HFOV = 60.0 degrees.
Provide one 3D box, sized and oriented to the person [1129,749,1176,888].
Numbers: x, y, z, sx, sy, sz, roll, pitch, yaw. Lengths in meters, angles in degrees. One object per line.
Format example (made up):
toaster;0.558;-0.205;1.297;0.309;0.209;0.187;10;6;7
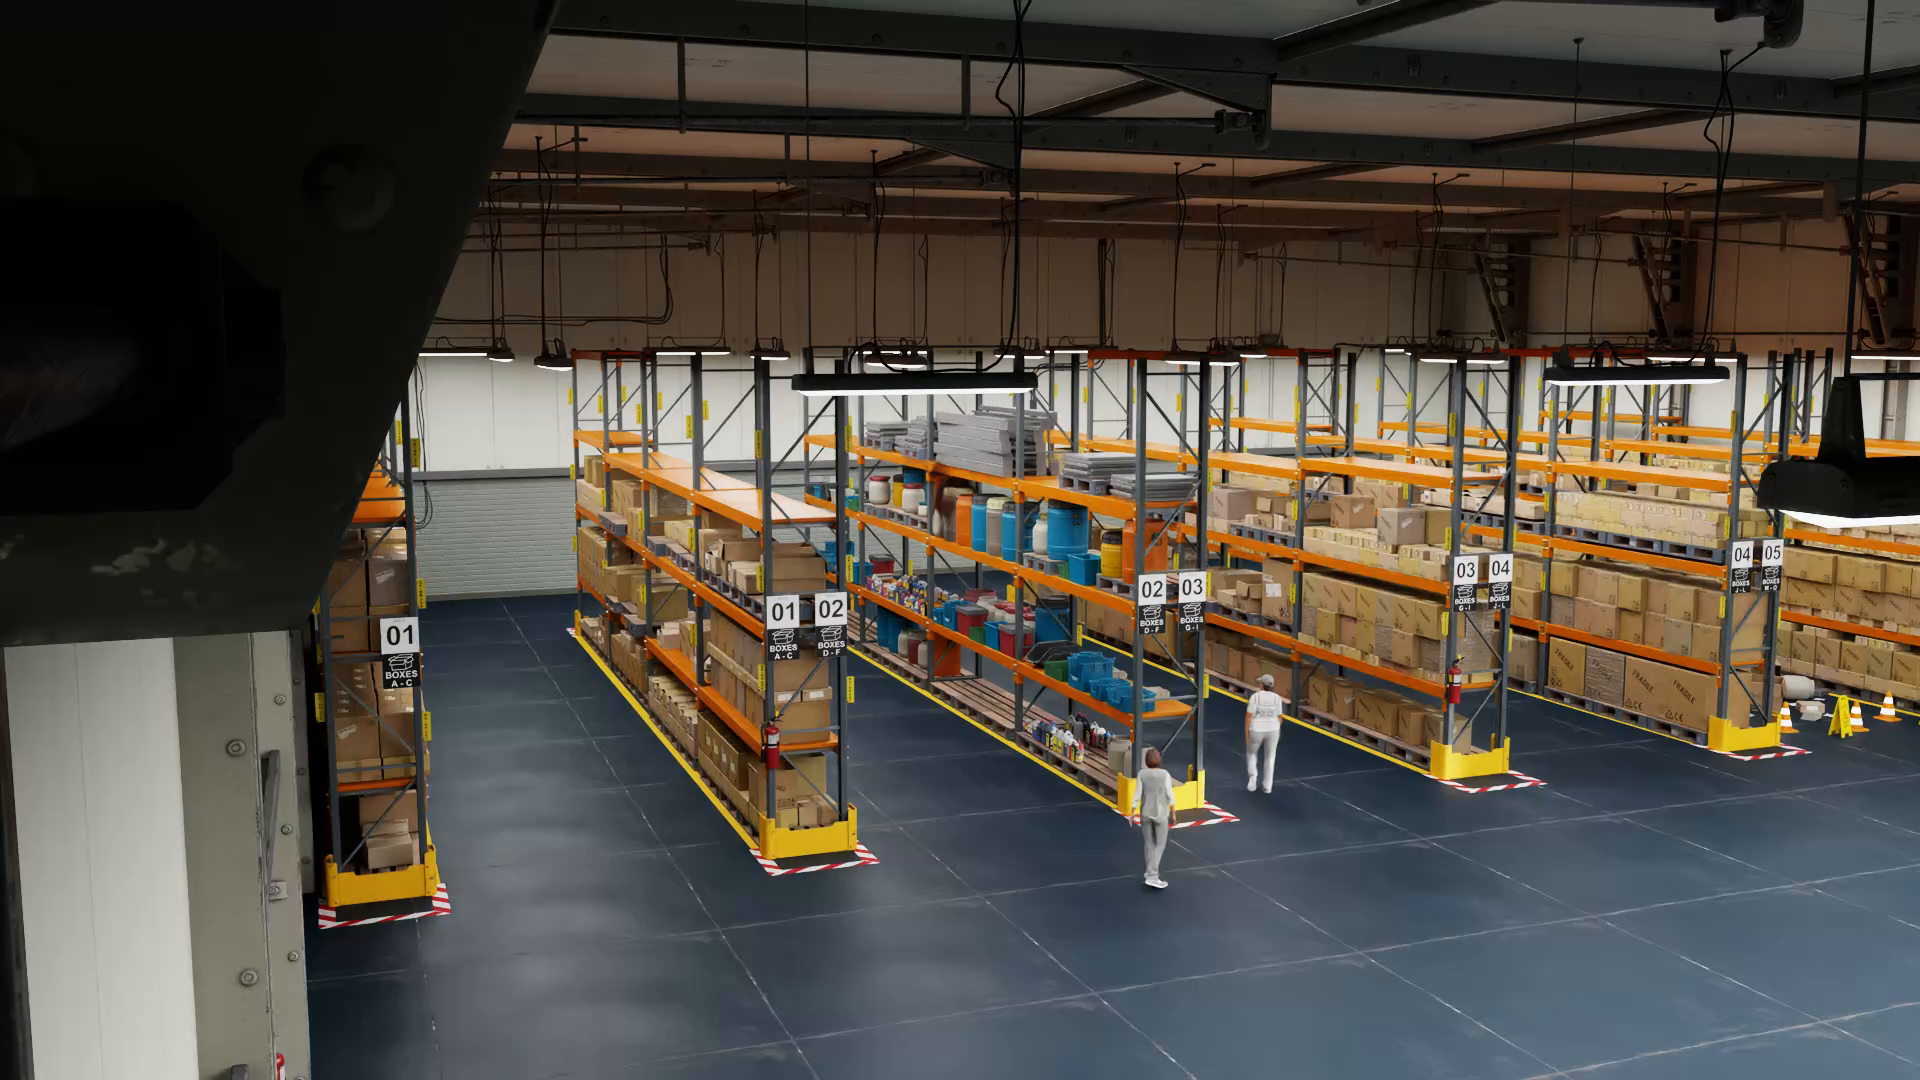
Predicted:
person;2.202;3.178;19.057;0.525;1.613;0.355;4;8;26

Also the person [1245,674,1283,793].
person;4.173;2.665;22.871;0.508;1.641;0.514;1;7;12
